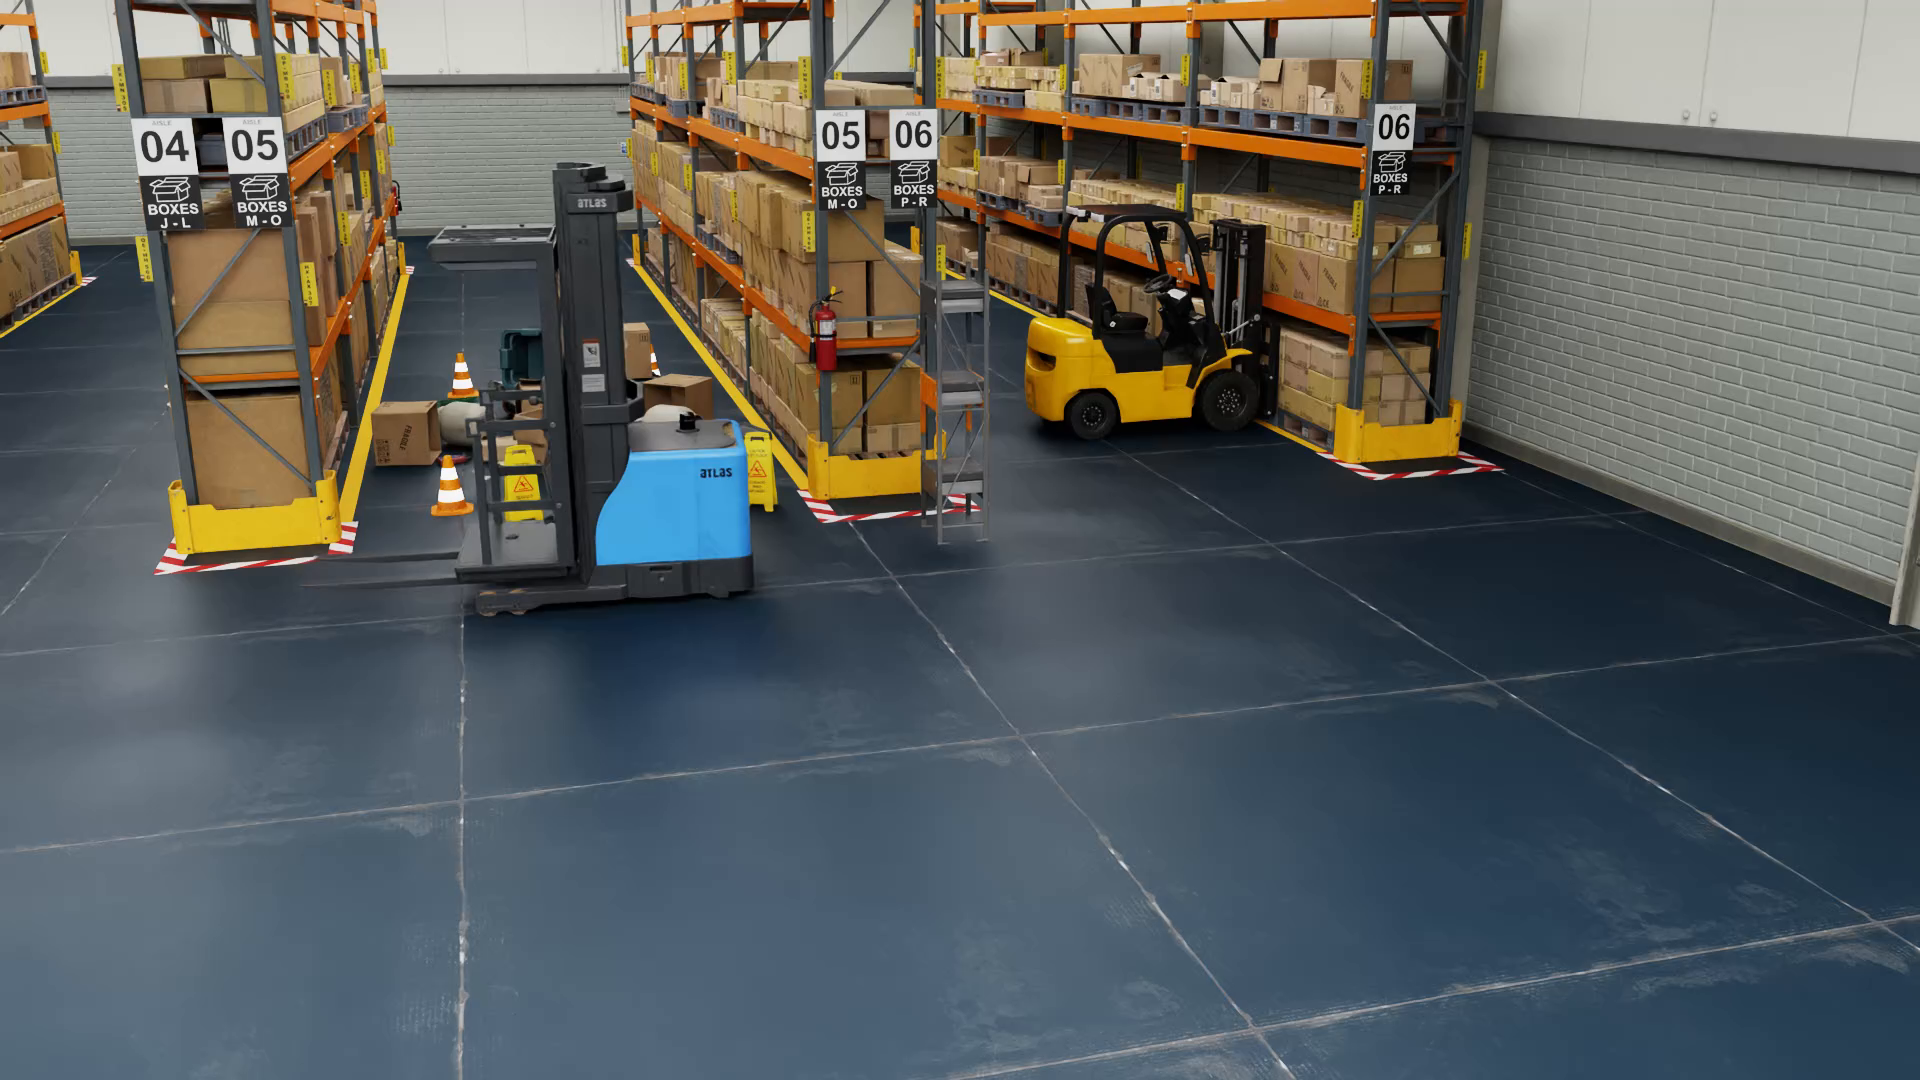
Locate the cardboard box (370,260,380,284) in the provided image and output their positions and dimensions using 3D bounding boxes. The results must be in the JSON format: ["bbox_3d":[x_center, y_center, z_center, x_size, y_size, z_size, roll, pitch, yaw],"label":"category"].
[{"bbox_3d":[-7.841,-3.488,21.662,0.500,0.250,0.500,-5,17,-15],"label":"cardboard box"}]

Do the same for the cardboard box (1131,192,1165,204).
[{"bbox_3d":[2.294,-4.130,20.186,0.380,0.149,0.250,-5,17,-15],"label":"cardboard box"}]

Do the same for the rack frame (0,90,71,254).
[{"bbox_3d":[-14.617,-5.486,26.000,1.000,3.000,0.127,-5,17,-15],"label":"rack frame"}]

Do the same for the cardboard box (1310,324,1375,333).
[{"bbox_3d":[3.862,-2.025,16.791,0.500,0.250,0.500,-5,17,-16],"label":"cardboard box"}]

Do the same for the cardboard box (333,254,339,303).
[{"bbox_3d":[-6.409,-2.501,15.804,0.875,0.550,0.550,-5,17,-15],"label":"cardboard box"}]

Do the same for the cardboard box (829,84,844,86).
[{"bbox_3d":[-0.981,-4.079,15.155,0.380,0.149,0.250,-4,17,-14],"label":"cardboard box"}]

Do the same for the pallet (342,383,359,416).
[{"bbox_3d":[-6.807,-1.403,17.254,1.003,0.211,1.213,-5,17,-15],"label":"pallet"}]

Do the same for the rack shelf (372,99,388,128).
[{"bbox_3d":[-9.270,-6.389,25.043,1.077,0.370,4.000,-5,17,-15],"label":"rack shelf"}]

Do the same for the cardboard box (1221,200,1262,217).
[{"bbox_3d":[2.993,-3.518,17.632,0.380,0.149,0.250,-4,17,-14],"label":"cardboard box"}]

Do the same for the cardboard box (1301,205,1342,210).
[{"bbox_3d":[3.720,-3.351,17.074,0.380,0.149,0.250,-4,17,-14],"label":"cardboard box"}]

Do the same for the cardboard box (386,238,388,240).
[{"bbox_3d":[-9.417,-4.770,26.809,0.380,0.149,0.250,-4,17,-14],"label":"cardboard box"}]

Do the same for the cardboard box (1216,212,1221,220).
[{"bbox_3d":[2.987,-3.452,17.927,0.380,0.149,0.250,-5,17,-15],"label":"cardboard box"}]

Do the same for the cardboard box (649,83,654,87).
[{"bbox_3d":[-4.472,-6.935,24.942,0.396,0.266,0.258,-4,17,-13],"label":"cardboard box"}]

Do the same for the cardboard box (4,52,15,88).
[{"bbox_3d":[-14.383,-6.914,24.465,0.700,0.500,0.500,-5,18,-17],"label":"cardboard box"}]

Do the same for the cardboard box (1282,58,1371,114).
[{"bbox_3d":[3.539,-4.365,15.977,0.700,0.500,0.500,-5,17,-15],"label":"cardboard box"}]

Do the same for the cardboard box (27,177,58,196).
[{"bbox_3d":[-14.228,-5.443,25.603,0.500,0.250,0.500,-5,17,-16],"label":"cardboard box"}]

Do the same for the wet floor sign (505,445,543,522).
[{"bbox_3d":[-3.511,-0.445,13.312,0.267,0.644,0.232,-8,18,-25],"label":"wet floor sign"}]

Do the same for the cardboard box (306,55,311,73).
[{"bbox_3d":[-5.836,-4.122,14.392,0.380,0.149,0.250,-5,17,-15],"label":"cardboard box"}]

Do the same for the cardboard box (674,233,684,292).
[{"bbox_3d":[-3.742,-4.181,24.621,0.875,0.875,0.875,-4,17,-14],"label":"cardboard box"}]

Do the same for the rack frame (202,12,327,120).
[{"bbox_3d":[-6.522,-5.404,15.299,1.000,3.000,0.127,-5,17,-15],"label":"rack frame"}]

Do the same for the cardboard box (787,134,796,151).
[{"bbox_3d":[-1.318,-3.519,14.676,0.380,0.149,0.250,-5,17,-16],"label":"cardboard box"}]

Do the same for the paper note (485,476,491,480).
[{"bbox_3d":[-4.210,-0.558,14.759,0.144,0.017,0.142,1,17,4],"label":"paper note"}]

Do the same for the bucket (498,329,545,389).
[{"bbox_3d":[-4.268,-1.835,16.896,0.726,0.611,0.620,1,7,4],"label":"bucket"}]

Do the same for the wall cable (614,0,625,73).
[{"bbox_3d":[-6.922,-10.693,32.909,0.463,3.000,0.029,-5,17,-15],"label":"wall cable"}]

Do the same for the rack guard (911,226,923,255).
[{"bbox_3d":[-0.296,-5.444,30.208,1.175,0.500,0.348,-5,17,-15],"label":"rack guard"}]

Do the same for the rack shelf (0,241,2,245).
[{"bbox_3d":[-12.968,-3.481,20.579,1.077,0.370,4.000,-5,17,-15],"label":"rack shelf"}]

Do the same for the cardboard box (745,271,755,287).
[{"bbox_3d":[-2.012,-2.717,17.220,0.380,0.149,0.250,-5,17,-16],"label":"cardboard box"}]

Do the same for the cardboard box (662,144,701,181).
[{"bbox_3d":[-3.978,-5.406,23.825,0.500,0.500,0.500,-5,17,-16],"label":"cardboard box"}]

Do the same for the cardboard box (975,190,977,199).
[{"bbox_3d":[0.452,-5.504,26.498,0.380,0.149,0.250,-4,17,-14],"label":"cardboard box"}]

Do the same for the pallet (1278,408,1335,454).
[{"bbox_3d":[3.830,-1.110,16.279,1.003,0.211,1.213,-5,17,-15],"label":"pallet"}]

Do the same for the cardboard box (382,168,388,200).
[{"bbox_3d":[-8.861,-5.369,24.921,0.500,0.500,0.500,-5,17,-16],"label":"cardboard box"}]

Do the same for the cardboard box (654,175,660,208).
[{"bbox_3d":[-4.362,-5.319,25.271,0.500,0.500,0.500,-5,17,-15],"label":"cardboard box"}]

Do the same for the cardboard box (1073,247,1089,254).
[{"bbox_3d":[1.860,-4.154,24.054,0.380,0.149,0.250,-6,18,-18],"label":"cardboard box"}]

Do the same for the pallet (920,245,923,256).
[{"bbox_3d":[-0.076,-5.086,29.516,1.003,0.211,1.213,-5,17,-15],"label":"pallet"}]

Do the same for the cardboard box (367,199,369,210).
[{"bbox_3d":[-8.283,-4.589,22.722,0.380,0.149,0.250,-5,17,-15],"label":"cardboard box"}]

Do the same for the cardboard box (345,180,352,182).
[{"bbox_3d":[-8.065,-4.653,21.901,0.380,0.149,0.250,-6,18,-18],"label":"cardboard box"}]

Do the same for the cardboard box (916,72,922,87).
[{"bbox_3d":[-0.458,-8.025,28.985,0.500,0.250,0.500,-5,17,-16],"label":"cardboard box"}]

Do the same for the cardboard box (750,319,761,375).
[{"bbox_3d":[-1.888,-2.009,17.171,0.500,0.500,0.500,-4,17,-13],"label":"cardboard box"}]

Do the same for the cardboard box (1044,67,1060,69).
[{"bbox_3d":[1.426,-6.766,24.064,0.380,0.149,0.250,-4,17,-14],"label":"cardboard box"}]

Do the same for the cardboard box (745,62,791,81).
[{"bbox_3d":[-2.072,-4.905,17.516,0.500,0.250,0.500,-4,17,-14],"label":"cardboard box"}]

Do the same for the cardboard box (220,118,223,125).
[{"bbox_3d":[-6.259,-3.476,13.630,0.380,0.149,0.250,-4,17,-15],"label":"cardboard box"}]

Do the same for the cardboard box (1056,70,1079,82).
[{"bbox_3d":[1.503,-6.220,22.280,0.380,0.149,0.250,-4,17,-13],"label":"cardboard box"}]

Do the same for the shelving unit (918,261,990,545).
[{"bbox_3d":[-0.045,-1.051,12.802,0.431,2.100,0.503,-5,17,-15],"label":"shelving unit"}]

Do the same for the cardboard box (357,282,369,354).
[{"bbox_3d":[-7.540,-2.585,19.525,1.050,0.750,0.750,-5,17,-16],"label":"cardboard box"}]

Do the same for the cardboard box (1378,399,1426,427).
[{"bbox_3d":[4.133,-1.272,16.024,0.500,0.250,0.500,-5,17,-15],"label":"cardboard box"}]

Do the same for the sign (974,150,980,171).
[{"bbox_3d":[0.263,-5.926,25.961,0.100,0.325,0.005,-5,17,-15],"label":"sign"}]

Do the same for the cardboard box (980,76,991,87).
[{"bbox_3d":[0.520,-6.933,25.138,0.380,0.149,0.250,-5,17,-15],"label":"cardboard box"}]

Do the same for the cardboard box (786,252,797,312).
[{"bbox_3d":[-1.238,-2.301,14.707,0.500,0.500,0.500,-5,17,-15],"label":"cardboard box"}]

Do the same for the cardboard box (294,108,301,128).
[{"bbox_3d":[-5.418,-3.319,13.108,0.380,0.149,0.250,-5,17,-15],"label":"cardboard box"}]

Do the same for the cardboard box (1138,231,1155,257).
[{"bbox_3d":[2.448,-3.529,19.747,0.500,0.250,0.500,-5,17,-16],"label":"cardboard box"}]

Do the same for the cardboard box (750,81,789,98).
[{"bbox_3d":[-1.808,-4.317,15.946,0.380,0.149,0.250,-5,17,-16],"label":"cardboard box"}]

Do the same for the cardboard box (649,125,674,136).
[{"bbox_3d":[-4.670,-6.419,26.067,0.380,0.149,0.250,-5,17,-16],"label":"cardboard box"}]

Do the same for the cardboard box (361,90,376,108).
[{"bbox_3d":[-8.594,-6.257,23.615,0.500,0.250,0.500,-4,17,-12],"label":"cardboard box"}]

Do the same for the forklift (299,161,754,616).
[{"bbox_3d":[-3.007,-1.054,11.366,3.031,2.935,1.130,-3,17,-10],"label":"forklift"}]

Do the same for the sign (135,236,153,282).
[{"bbox_3d":[-5.948,-2.053,12.148,0.100,0.325,0.005,-5,17,-15],"label":"sign"}]

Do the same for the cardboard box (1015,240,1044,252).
[{"bbox_3d":[1.044,-4.394,24.855,0.380,0.149,0.250,-4,17,-13],"label":"cardboard box"}]

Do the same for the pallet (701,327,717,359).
[{"bbox_3d":[-2.676,-2.505,20.923,1.003,0.211,1.213,-5,17,-15],"label":"pallet"}]

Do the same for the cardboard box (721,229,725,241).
[{"bbox_3d":[-2.582,-3.582,19.368,0.380,0.149,0.250,-4,17,-14],"label":"cardboard box"}]
